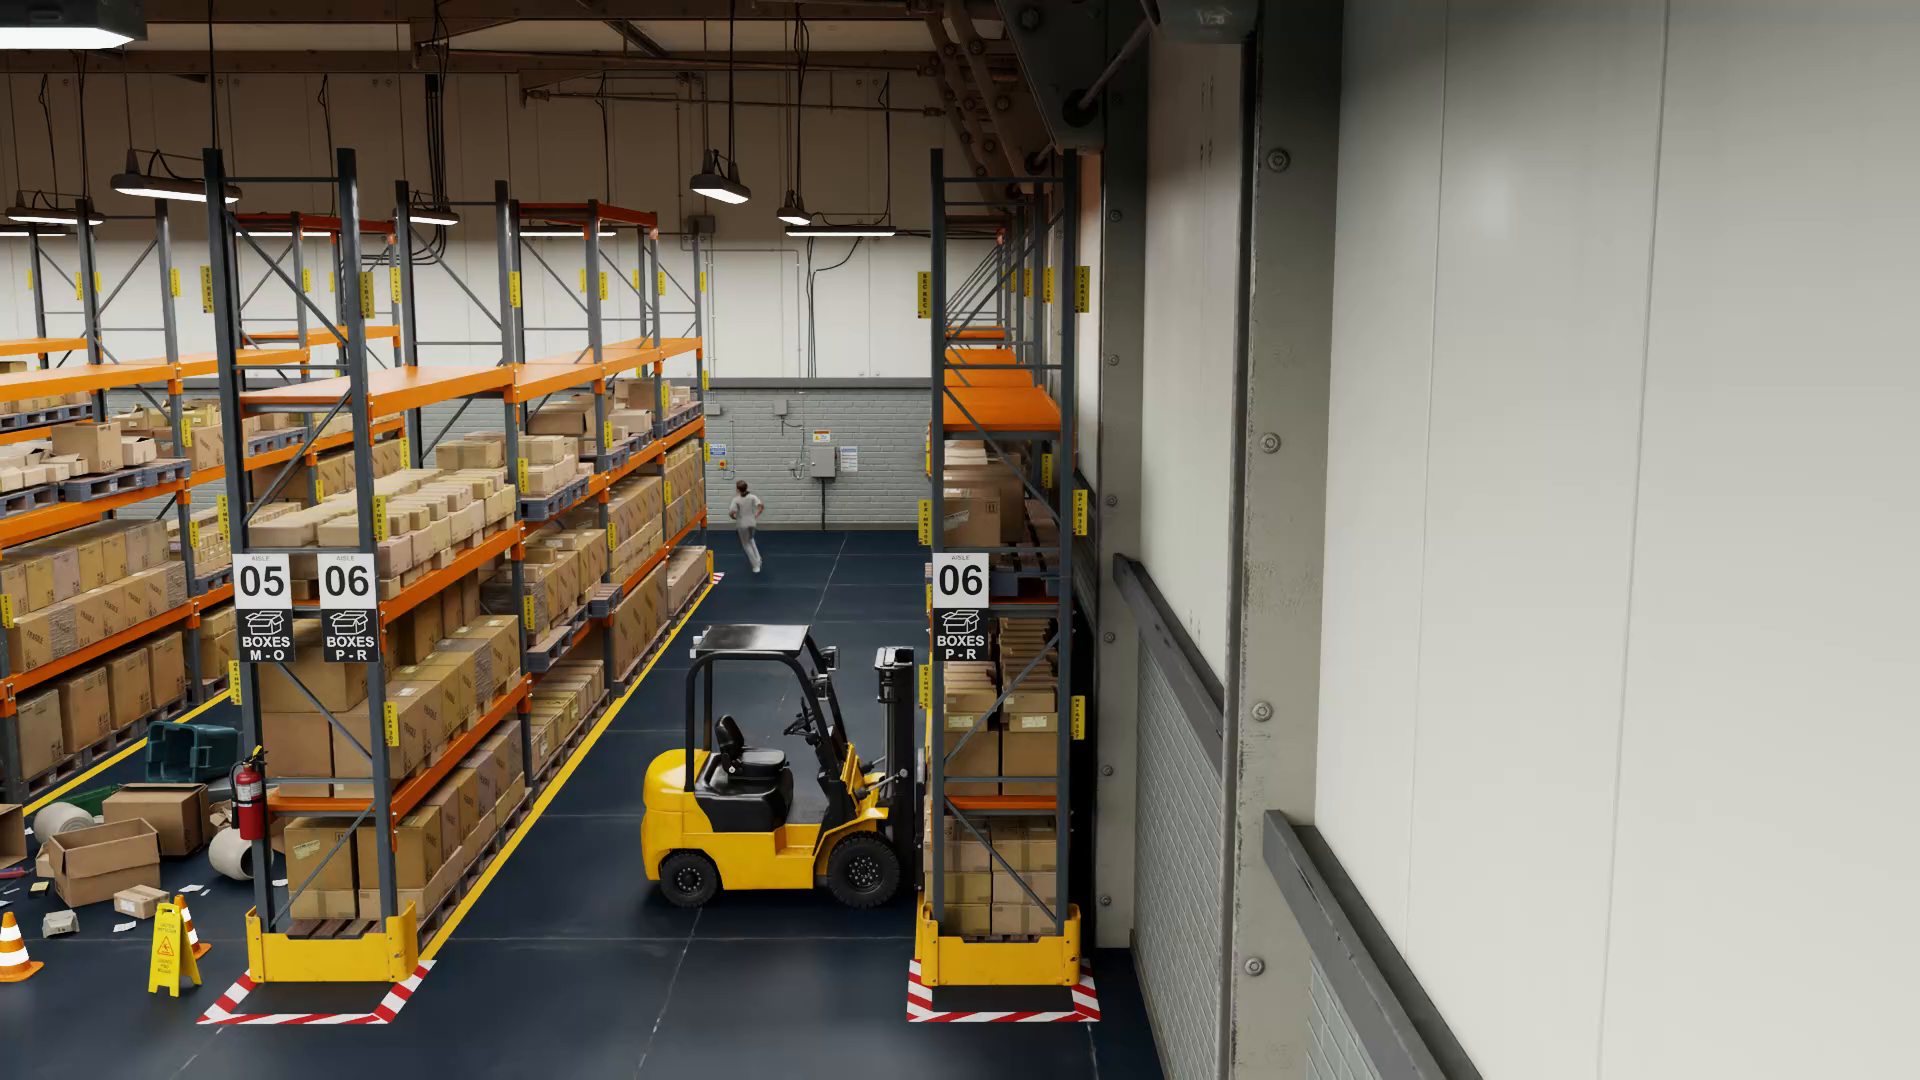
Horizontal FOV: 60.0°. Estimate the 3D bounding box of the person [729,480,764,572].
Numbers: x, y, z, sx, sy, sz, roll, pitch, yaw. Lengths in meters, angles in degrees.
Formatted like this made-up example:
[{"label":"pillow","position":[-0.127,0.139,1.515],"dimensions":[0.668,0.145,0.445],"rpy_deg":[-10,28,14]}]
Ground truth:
[{"label":"person","position":[-3.740,-0.124,28.888],"dimensions":[0.624,1.391,0.530],"rpy_deg":[-6,11,-32]}]
